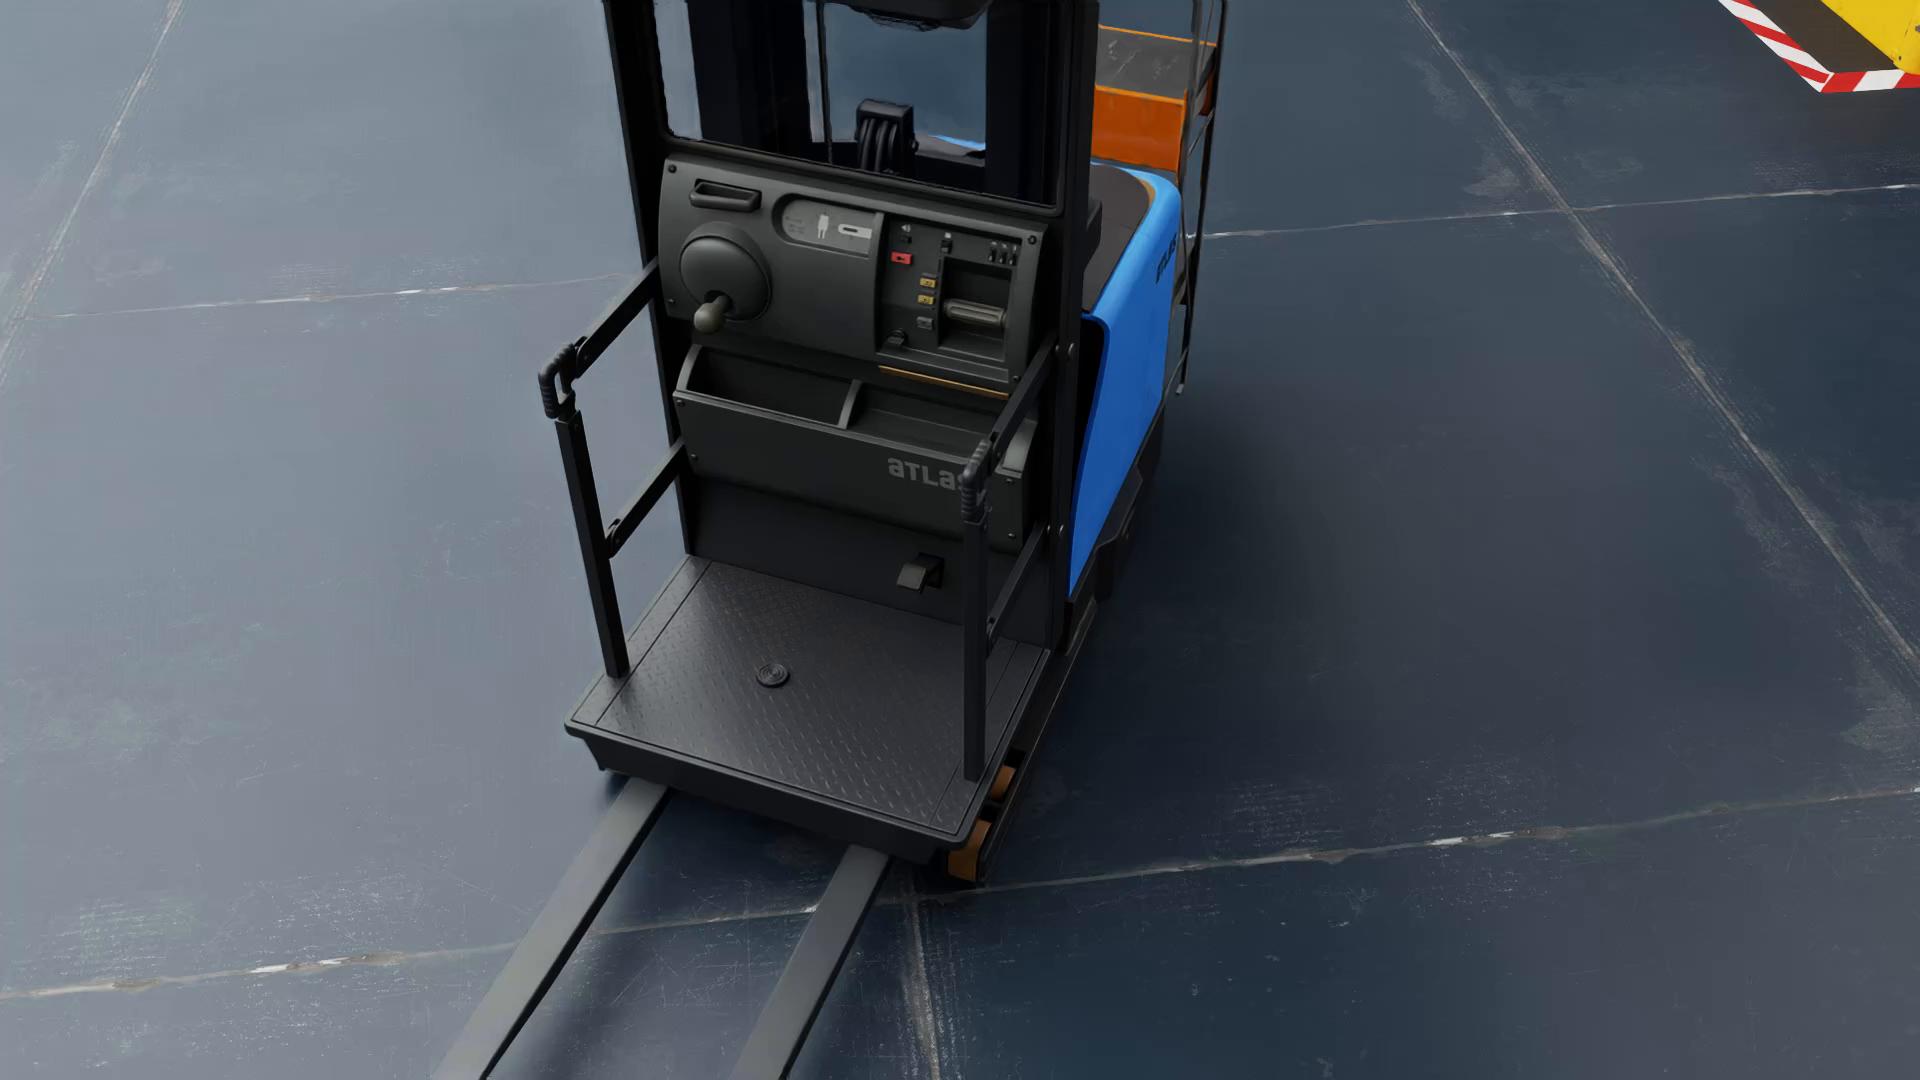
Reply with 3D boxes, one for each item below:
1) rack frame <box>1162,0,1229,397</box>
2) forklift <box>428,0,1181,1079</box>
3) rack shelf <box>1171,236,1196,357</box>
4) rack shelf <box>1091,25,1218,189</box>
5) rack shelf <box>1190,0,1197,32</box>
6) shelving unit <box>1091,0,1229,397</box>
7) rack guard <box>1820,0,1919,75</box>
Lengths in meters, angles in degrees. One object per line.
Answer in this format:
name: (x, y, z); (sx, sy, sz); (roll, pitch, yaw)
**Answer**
rack frame: (0.722, -1.217, 5.031); (0.015, 2.100, 0.400); (14, 44, 15)
forklift: (-0.336, -0.531, 3.650); (1.130, 2.935, 3.031); (14, 44, 15)
rack shelf: (0.494, -0.744, 5.572); (0.480, 0.518, 0.431); (14, 44, 15)
rack shelf: (0.494, -1.264, 5.104); (0.480, 0.518, 0.431); (14, 44, 15)
rack shelf: (0.494, -1.783, 4.635); (0.480, 0.518, 0.431); (14, 44, 15)
shelving unit: (0.494, -1.274, 5.094); (0.503, 2.100, 0.431); (14, 44, 15)
rack guard: (4.430, -2.710, 7.881); (0.348, 0.500, 1.175); (-5, 42, -6)
